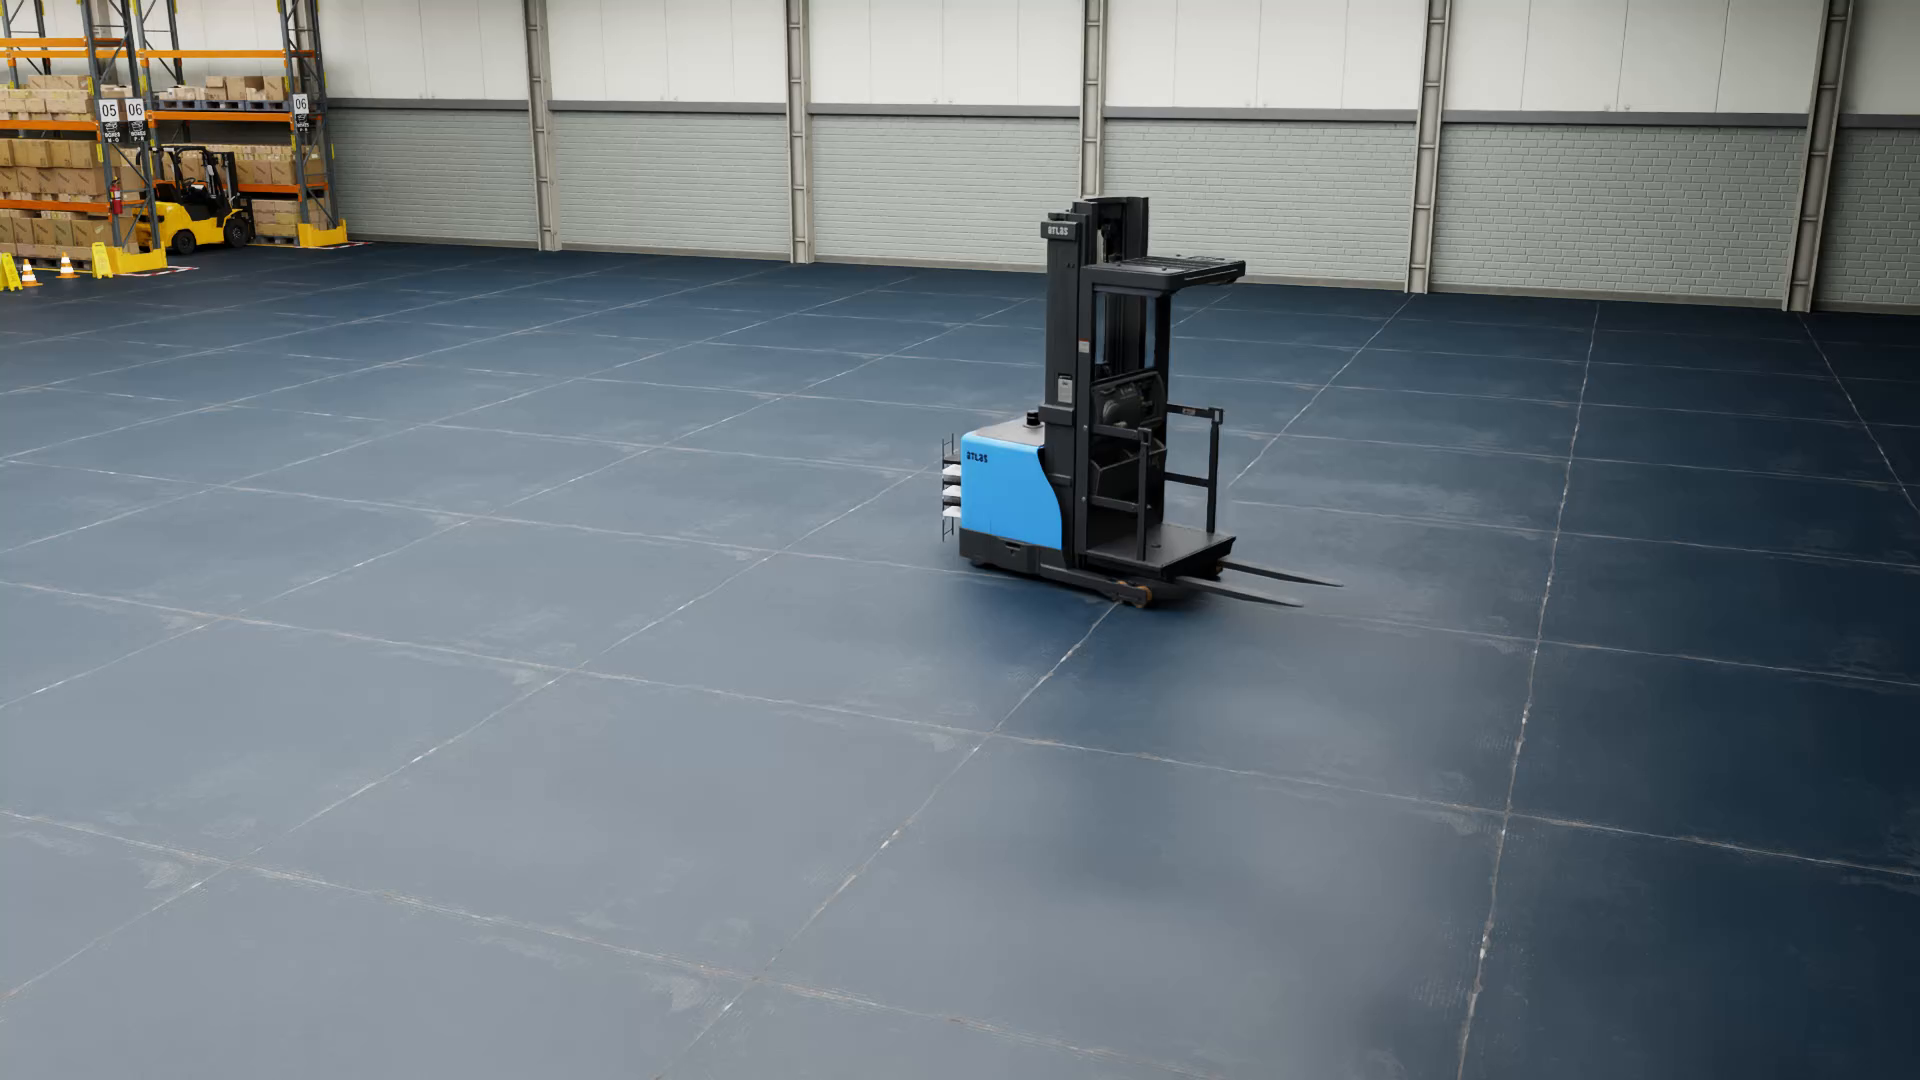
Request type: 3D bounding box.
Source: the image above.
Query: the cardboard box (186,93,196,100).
[{"bbox_3d":[-16.701,-9.715,36.396,0.250,0.149,0.380,7,18,22],"label":"cardboard box"}]

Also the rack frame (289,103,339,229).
[{"bbox_3d":[-14.001,-7.940,36.142,0.127,3.000,1.000,6,17,21],"label":"rack frame"}]

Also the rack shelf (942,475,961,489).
[{"bbox_3d":[-0.008,-0.487,14.035,0.200,0.077,0.258,6,17,21],"label":"rack shelf"}]

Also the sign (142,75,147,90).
[{"bbox_3d":[-17.912,-10.047,36.529,0.005,0.325,0.100,6,17,21],"label":"sign"}]

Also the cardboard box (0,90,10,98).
[{"bbox_3d":[-18.135,-8.528,31.809,0.250,0.149,0.380,6,17,20],"label":"cardboard box"}]

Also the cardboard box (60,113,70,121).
[{"bbox_3d":[-16.731,-7.989,31.382,0.250,0.149,0.380,7,18,22],"label":"cardboard box"}]

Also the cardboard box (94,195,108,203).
[{"bbox_3d":[-16.245,-6.514,31.682,0.250,0.149,0.380,7,18,22],"label":"cardboard box"}]

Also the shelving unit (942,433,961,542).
[{"bbox_3d":[-0.008,-0.433,14.051,0.210,0.900,0.258,6,17,21],"label":"shelving unit"}]

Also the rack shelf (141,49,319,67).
[{"bbox_3d":[-15.861,-10.488,36.167,4.000,0.370,1.077,6,17,21],"label":"rack shelf"}]

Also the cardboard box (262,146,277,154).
[{"bbox_3d":[-14.905,-8.461,36.061,0.250,0.149,0.380,7,17,22],"label":"cardboard box"}]

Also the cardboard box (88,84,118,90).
[{"bbox_3d":[-19.199,-10.086,37.381,0.500,0.311,0.500,6,17,19],"label":"cardboard box"}]

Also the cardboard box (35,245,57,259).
[{"bbox_3d":[-17.637,-5.653,32.445,0.500,0.250,0.500,6,17,19],"label":"cardboard box"}]

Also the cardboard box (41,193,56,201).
[{"bbox_3d":[-17.460,-6.627,32.070,0.250,0.149,0.380,6,17,20],"label":"cardboard box"}]

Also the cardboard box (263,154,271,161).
[{"bbox_3d":[-14.894,-8.323,36.119,0.250,0.149,0.380,7,17,22],"label":"cardboard box"}]

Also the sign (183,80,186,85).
[{"bbox_3d":[-17.520,-10.220,37.547,0.005,0.325,0.100,6,17,21],"label":"sign"}]

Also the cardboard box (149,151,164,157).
[{"bbox_3d":[-18.121,-8.686,37.369,0.250,0.149,0.380,7,18,23],"label":"cardboard box"}]

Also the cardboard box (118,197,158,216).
[{"bbox_3d":[-18.930,-7.542,38.278,0.625,0.625,0.875,6,17,20],"label":"cardboard box"}]

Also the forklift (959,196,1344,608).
[{"bbox_3d":[1.454,-1.064,12.582,3.031,2.935,1.130,13,21,38],"label":"forklift"}]

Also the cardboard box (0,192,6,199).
[{"bbox_3d":[-18.635,-6.759,32.526,0.250,0.149,0.380,7,18,22],"label":"cardboard box"}]

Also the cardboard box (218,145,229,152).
[{"bbox_3d":[-16.068,-8.610,36.573,0.250,0.149,0.380,6,17,21],"label":"cardboard box"}]

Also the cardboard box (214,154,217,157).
[{"bbox_3d":[-16.342,-8.469,36.623,0.250,0.149,0.380,6,17,19],"label":"cardboard box"}]

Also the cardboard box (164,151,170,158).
[{"bbox_3d":[-17.522,-8.608,37.100,0.250,0.149,0.380,6,17,20],"label":"cardboard box"}]

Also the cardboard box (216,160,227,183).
[{"bbox_3d":[-15.983,-8.126,36.606,0.500,0.500,0.500,6,17,21],"label":"cardboard box"}]

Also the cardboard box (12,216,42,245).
[{"bbox_3d":[-18.106,-6.067,32.525,0.500,0.500,0.500,7,18,24],"label":"cardboard box"}]

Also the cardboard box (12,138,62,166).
[{"bbox_3d":[-17.767,-7.485,32.069,0.500,0.500,0.700,6,17,20],"label":"cardboard box"}]

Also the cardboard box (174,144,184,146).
[{"bbox_3d":[-17.251,-8.743,37.033,0.250,0.149,0.380,7,17,21],"label":"cardboard box"}]

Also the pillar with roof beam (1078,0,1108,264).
[{"bbox_3d":[0.847,-8.168,26.168,0.400,9.000,9.100,6,17,21],"label":"pillar with roof beam"}]

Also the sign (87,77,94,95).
[{"bbox_3d":[-16.041,-8.376,30.676,0.005,0.325,0.100,6,17,21],"label":"sign"}]

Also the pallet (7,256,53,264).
[{"bbox_3d":[-18.902,-5.662,33.300,1.213,0.211,1.003,6,17,21],"label":"pallet"}]

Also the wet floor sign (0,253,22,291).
[{"bbox_3d":[-16.787,-4.738,29.336,0.232,0.644,0.267,3,17,11],"label":"wet floor sign"}]

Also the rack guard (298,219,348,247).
[{"bbox_3d":[-13.978,-6.737,36.482,0.348,0.500,1.175,6,17,21],"label":"rack guard"}]

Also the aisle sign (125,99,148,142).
[{"bbox_3d":[-15.647,-7.974,31.599,0.004,0.787,0.394,6,17,21],"label":"aisle sign"}]

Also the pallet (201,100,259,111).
[{"bbox_3d":[-15.788,-9.541,36.437,1.213,0.211,1.003,6,17,21],"label":"pallet"}]

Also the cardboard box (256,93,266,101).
[{"bbox_3d":[-14.883,-9.515,35.707,0.250,0.149,0.380,6,17,19],"label":"cardboard box"}]

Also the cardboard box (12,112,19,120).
[{"bbox_3d":[-17.903,-8.127,31.859,0.250,0.149,0.380,6,17,21],"label":"cardboard box"}]

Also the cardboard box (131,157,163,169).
[{"bbox_3d":[-18.272,-8.501,37.448,0.500,0.250,0.500,6,17,19],"label":"cardboard box"}]

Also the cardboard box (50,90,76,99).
[{"bbox_3d":[-16.929,-8.410,31.402,0.250,0.149,0.380,6,17,21],"label":"cardboard box"}]

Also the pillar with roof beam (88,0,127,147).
[{"bbox_3d":[-21.479,-10.623,34.625,0.400,9.000,9.100,6,17,21],"label":"pillar with roof beam"}]

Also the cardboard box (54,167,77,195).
[{"bbox_3d":[-16.889,-6.879,31.777,0.500,0.500,0.500,6,17,21],"label":"cardboard box"}]

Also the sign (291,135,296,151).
[{"bbox_3d":[-14.213,-8.470,35.468,0.005,0.325,0.100,6,17,21],"label":"sign"}]

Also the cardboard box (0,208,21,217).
[{"bbox_3d":[-18.517,-6.403,32.520,0.250,0.149,0.380,7,18,23],"label":"cardboard box"}]

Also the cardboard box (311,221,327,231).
[{"bbox_3d":[-14.386,-6.922,36.815,0.500,0.250,0.500,6,17,21],"label":"cardboard box"}]

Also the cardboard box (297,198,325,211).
[{"bbox_3d":[-14.378,-7.399,36.666,0.500,0.250,0.500,6,17,20],"label":"cardboard box"}]

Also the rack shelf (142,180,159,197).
[{"bbox_3d":[-19.582,-8.208,38.357,4.000,0.370,1.077,6,17,21],"label":"rack shelf"}]

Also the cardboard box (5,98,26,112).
[{"bbox_3d":[-17.816,-8.300,31.740,0.500,0.250,0.500,6,17,21],"label":"cardboard box"}]
